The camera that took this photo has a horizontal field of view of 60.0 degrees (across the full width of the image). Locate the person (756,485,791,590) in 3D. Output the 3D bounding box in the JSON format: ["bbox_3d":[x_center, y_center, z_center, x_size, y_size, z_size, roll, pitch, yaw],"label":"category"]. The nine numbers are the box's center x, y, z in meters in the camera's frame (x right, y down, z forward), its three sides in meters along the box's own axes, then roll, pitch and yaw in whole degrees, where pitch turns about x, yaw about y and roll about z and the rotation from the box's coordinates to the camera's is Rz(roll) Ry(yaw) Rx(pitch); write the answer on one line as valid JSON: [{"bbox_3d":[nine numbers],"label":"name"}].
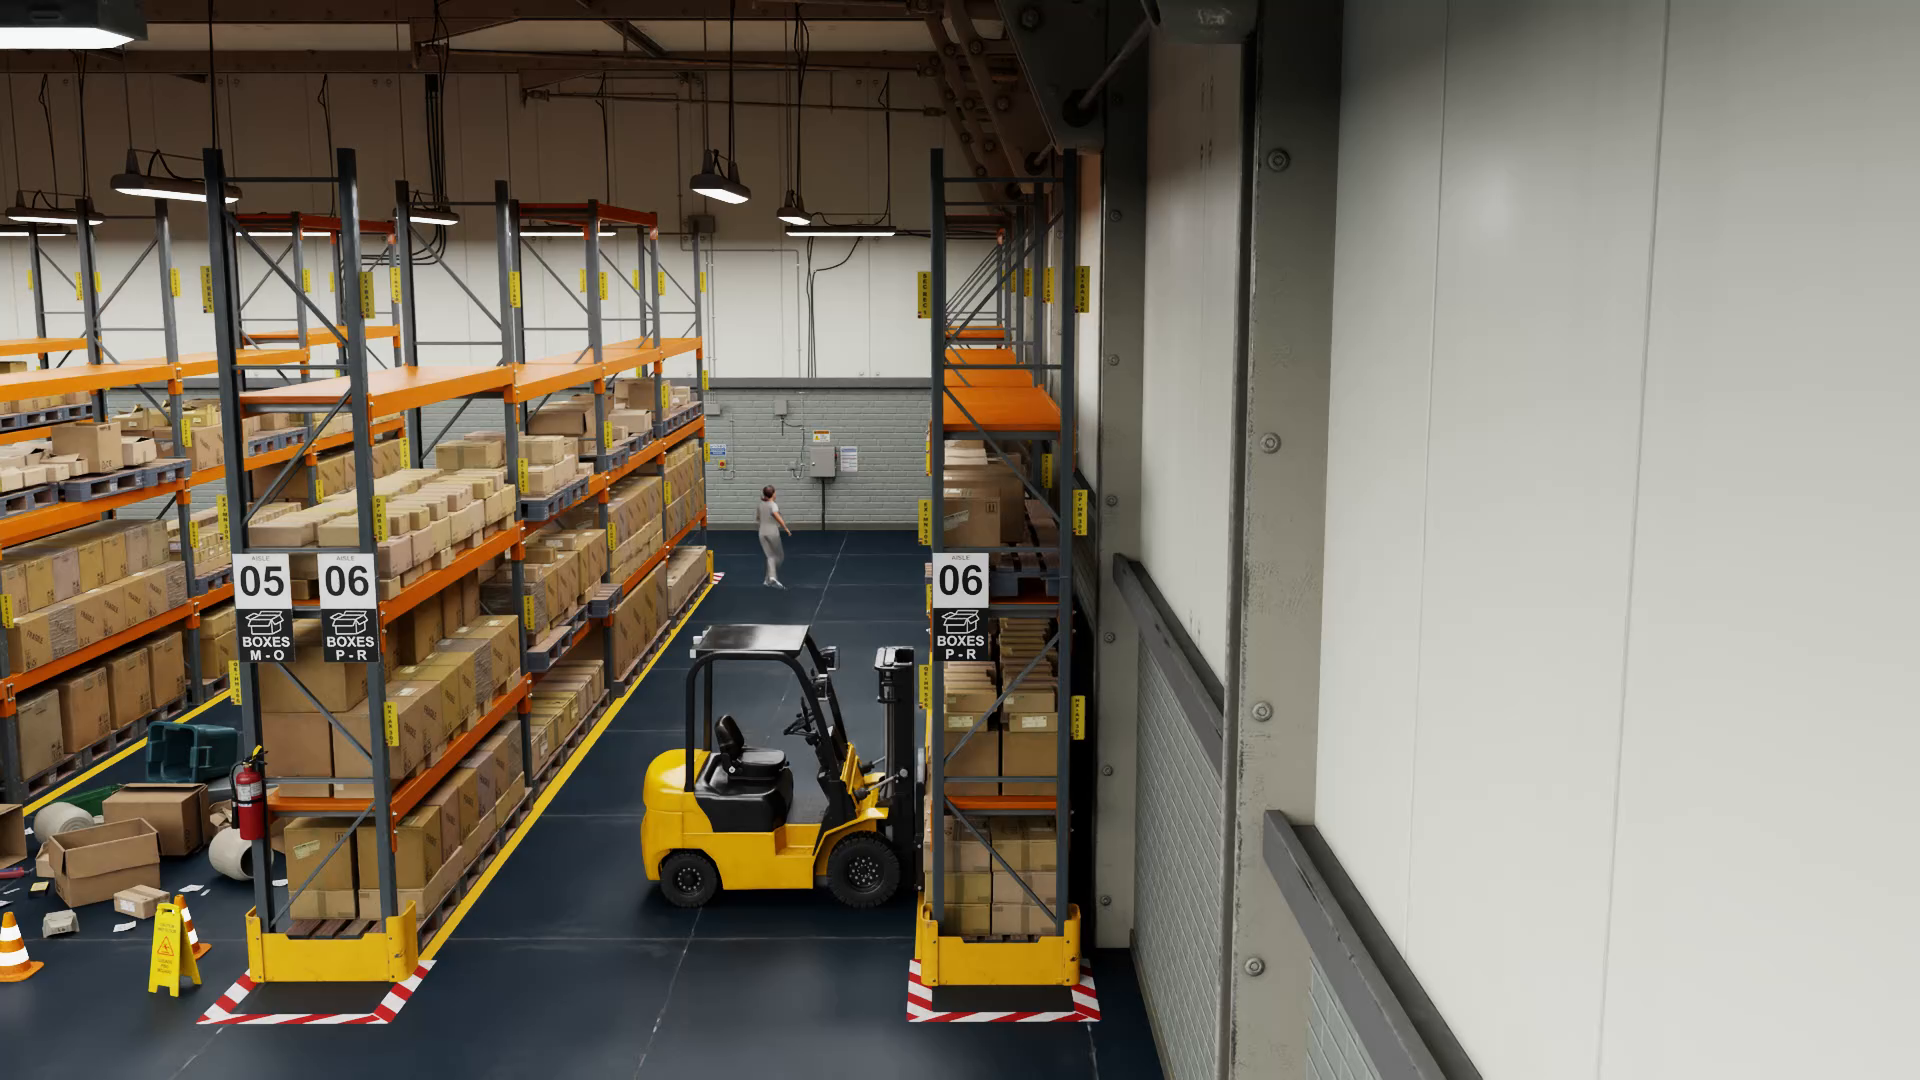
[{"bbox_3d":[-2.961,-0.032,25.989,0.679,1.628,0.597,4,10,25],"label":"person"}]
